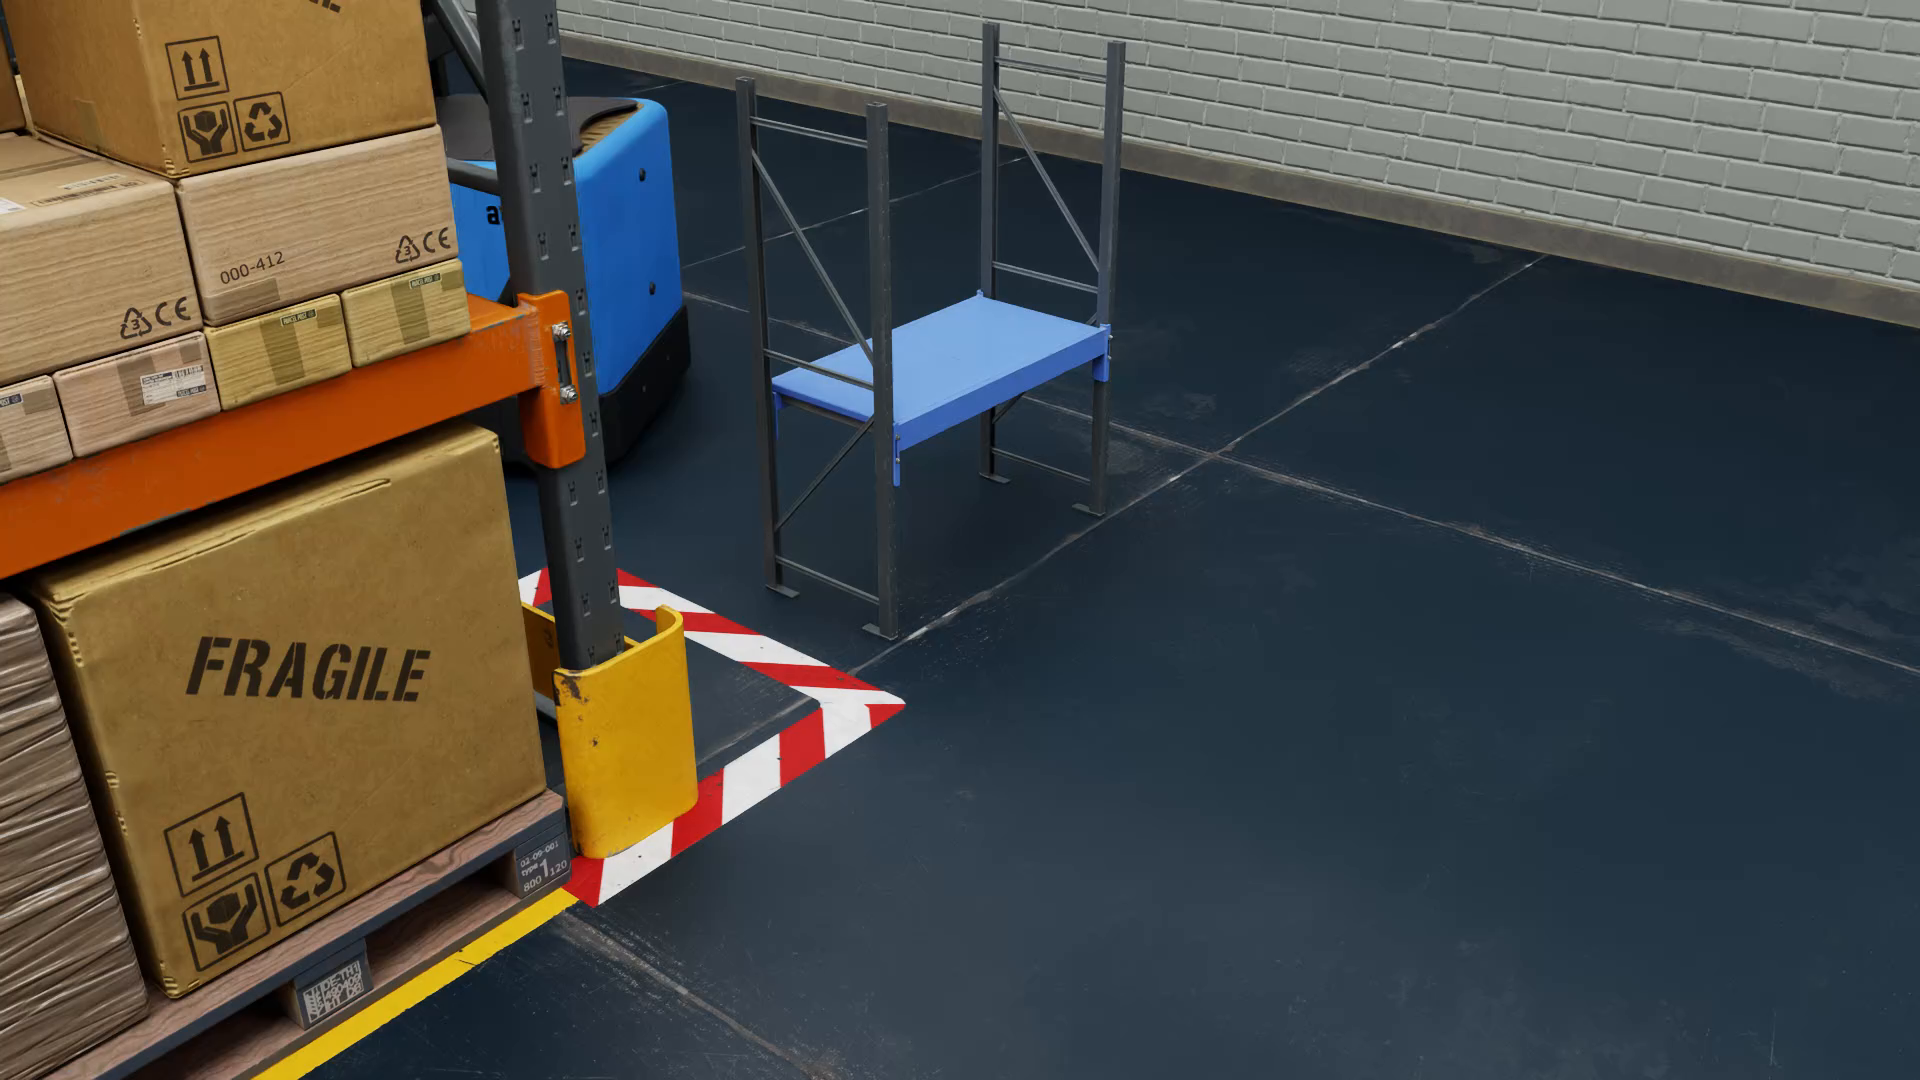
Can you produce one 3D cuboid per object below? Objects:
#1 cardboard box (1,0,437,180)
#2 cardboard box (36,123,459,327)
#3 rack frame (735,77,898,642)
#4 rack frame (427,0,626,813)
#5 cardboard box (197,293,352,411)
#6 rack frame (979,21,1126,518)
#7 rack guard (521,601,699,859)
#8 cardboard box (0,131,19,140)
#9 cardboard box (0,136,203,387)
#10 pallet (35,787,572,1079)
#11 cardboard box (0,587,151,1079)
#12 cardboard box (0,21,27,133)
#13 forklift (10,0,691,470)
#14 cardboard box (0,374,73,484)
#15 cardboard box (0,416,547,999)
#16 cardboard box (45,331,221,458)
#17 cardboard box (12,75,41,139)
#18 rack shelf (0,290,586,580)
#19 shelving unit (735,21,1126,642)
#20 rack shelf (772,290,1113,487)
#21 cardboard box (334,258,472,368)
[{"bbox_3d":[-1.291,-0.957,2.859,0.500,0.500,0.500,21,34,35],"label":"cardboard box"},{"bbox_3d":[-1.287,-0.624,3.032,0.500,0.250,0.500,20,33,34],"label":"cardboard box"},{"bbox_3d":[-0.378,-0.456,4.499,0.500,1.500,0.032,21,34,34],"label":"rack frame"},{"bbox_3d":[-1.183,-0.808,3.548,1.000,3.000,0.127,21,34,34],"label":"rack frame"},{"bbox_3d":[-1.320,-0.382,2.996,0.380,0.149,0.250,21,34,35],"label":"cardboard box"},{"bbox_3d":[0.269,-0.816,5.195,0.500,1.500,0.032,21,34,34],"label":"rack frame"},{"bbox_3d":[-1.168,0.293,4.139,1.175,0.500,0.348,21,34,34],"label":"rack guard"},{"bbox_3d":[-2.023,-0.596,2.978,0.500,0.250,0.500,20,34,34],"label":"cardboard box"},{"bbox_3d":[-1.610,-0.445,2.685,0.500,0.250,0.500,20,33,34],"label":"cardboard box"},{"bbox_3d":[-1.632,0.737,3.596,1.003,0.211,1.213,21,34,34],"label":"pallet"},{"bbox_3d":[-2.108,0.522,2.832,0.875,0.875,0.875,21,34,34],"label":"cardboard box"},{"bbox_3d":[-2.015,-0.938,2.823,0.500,0.500,0.500,20,33,33],"label":"cardboard box"},{"bbox_3d":[-2.592,-1.805,5.550,3.031,2.935,1.130,3,28,6],"label":"forklift"},{"bbox_3d":[-1.641,-0.204,2.654,0.380,0.149,0.250,21,34,35],"label":"cardboard box"},{"bbox_3d":[-1.529,0.199,3.456,0.875,0.875,0.875,21,34,34],"label":"cardboard box"},{"bbox_3d":[-1.481,-0.292,2.824,0.380,0.149,0.250,21,34,35],"label":"cardboard box"},{"bbox_3d":[-1.697,-0.783,3.338,0.500,0.250,0.500,20,33,33],"label":"cardboard box"},{"bbox_3d":[-2.456,0.220,2.342,1.077,0.370,4.000,21,34,34],"label":"rack shelf"},{"bbox_3d":[-0.054,-0.636,4.847,0.538,1.500,1.048,21,34,34],"label":"shelving unit"},{"bbox_3d":[-0.054,-0.476,4.930,0.538,0.185,1.000,21,34,34],"label":"rack shelf"},{"bbox_3d":[-1.156,-0.474,3.176,0.380,0.149,0.250,22,34,35],"label":"cardboard box"}]
